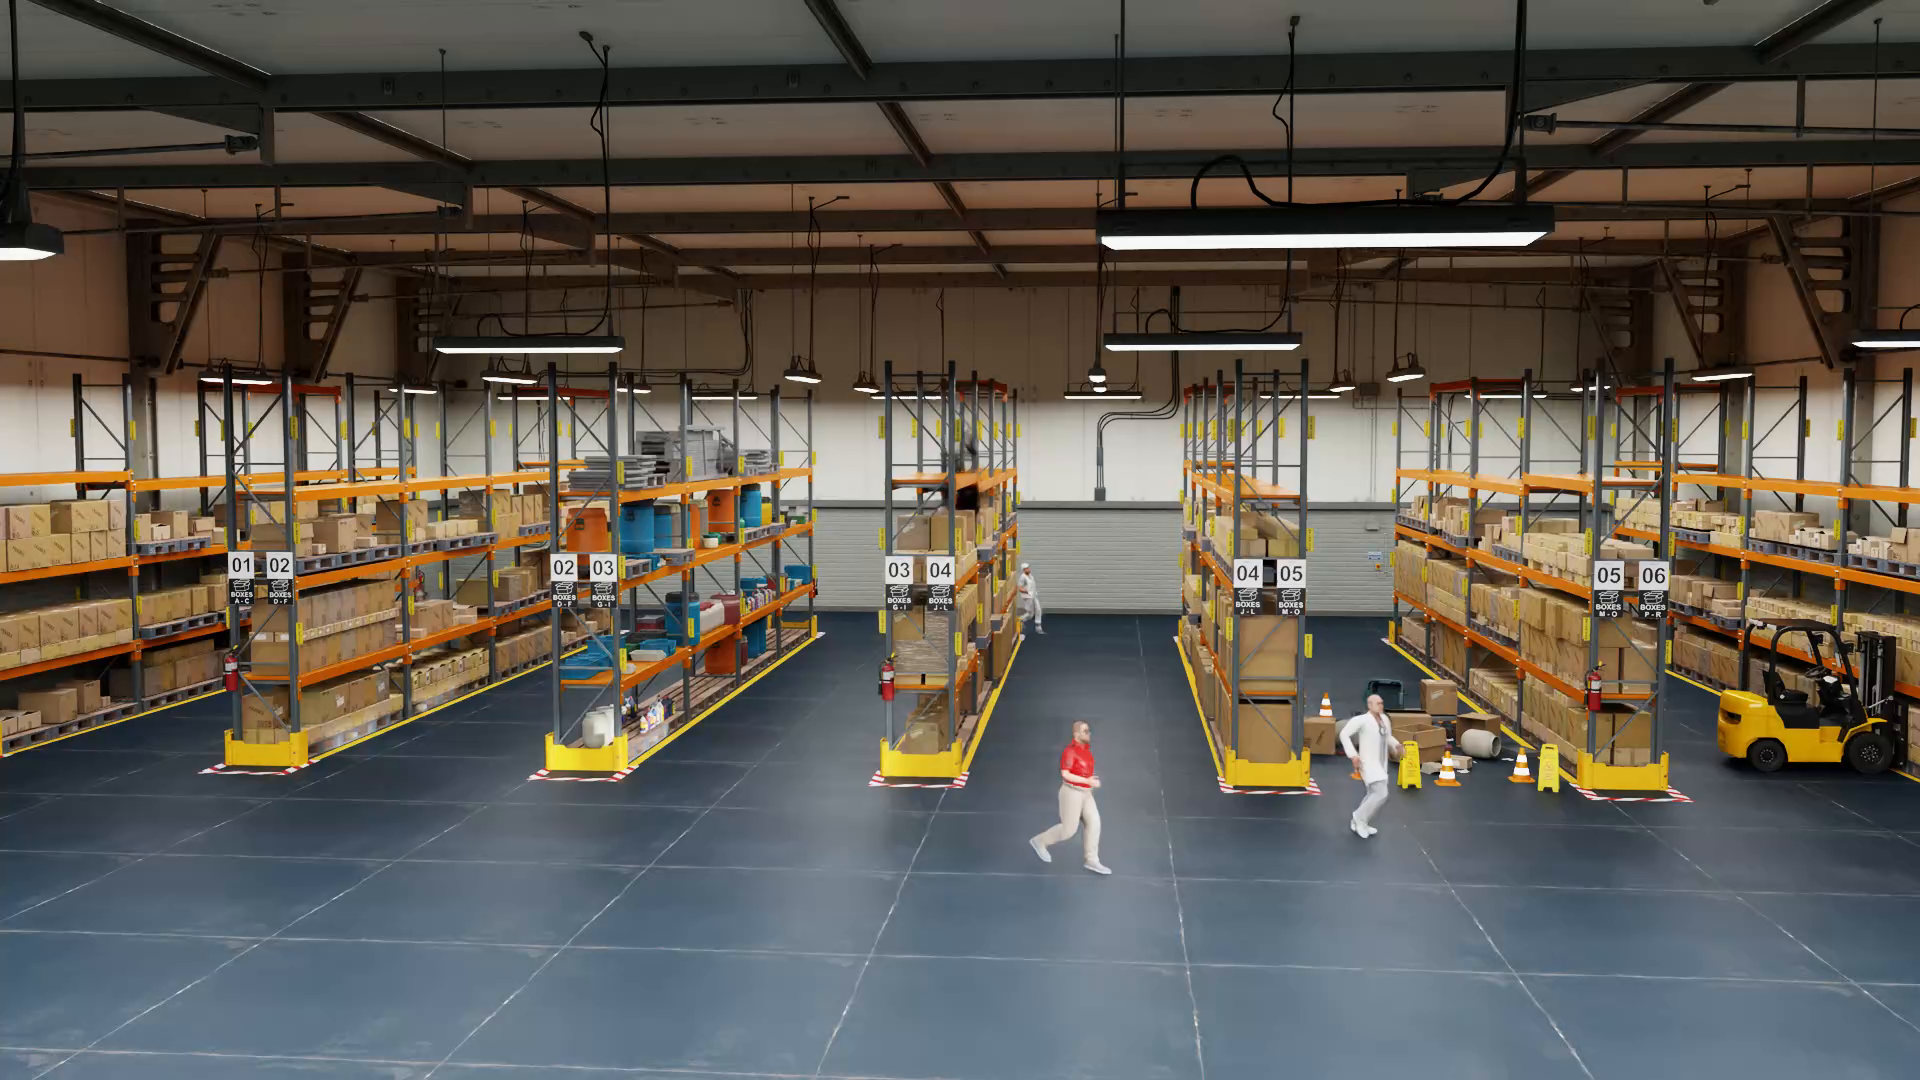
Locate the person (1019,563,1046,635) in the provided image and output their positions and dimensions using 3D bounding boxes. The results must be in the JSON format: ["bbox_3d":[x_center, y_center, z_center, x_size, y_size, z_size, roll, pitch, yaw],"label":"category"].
[{"bbox_3d":[1.703,1.445,40.835,0.830,1.771,0.715,3,5,34],"label":"person"}]

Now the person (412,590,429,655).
[{"bbox_3d":[-11.029,1.896,34.115,0.672,1.748,0.679,0,4,-1],"label":"person"}]

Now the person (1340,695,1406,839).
[{"bbox_3d":[5.109,2.788,20.447,0.709,1.755,0.714,-3,5,-40],"label":"person"}]

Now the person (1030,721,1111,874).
[{"bbox_3d":[1.272,2.903,18.893,0.943,1.719,0.647,2,4,29],"label":"person"}]
